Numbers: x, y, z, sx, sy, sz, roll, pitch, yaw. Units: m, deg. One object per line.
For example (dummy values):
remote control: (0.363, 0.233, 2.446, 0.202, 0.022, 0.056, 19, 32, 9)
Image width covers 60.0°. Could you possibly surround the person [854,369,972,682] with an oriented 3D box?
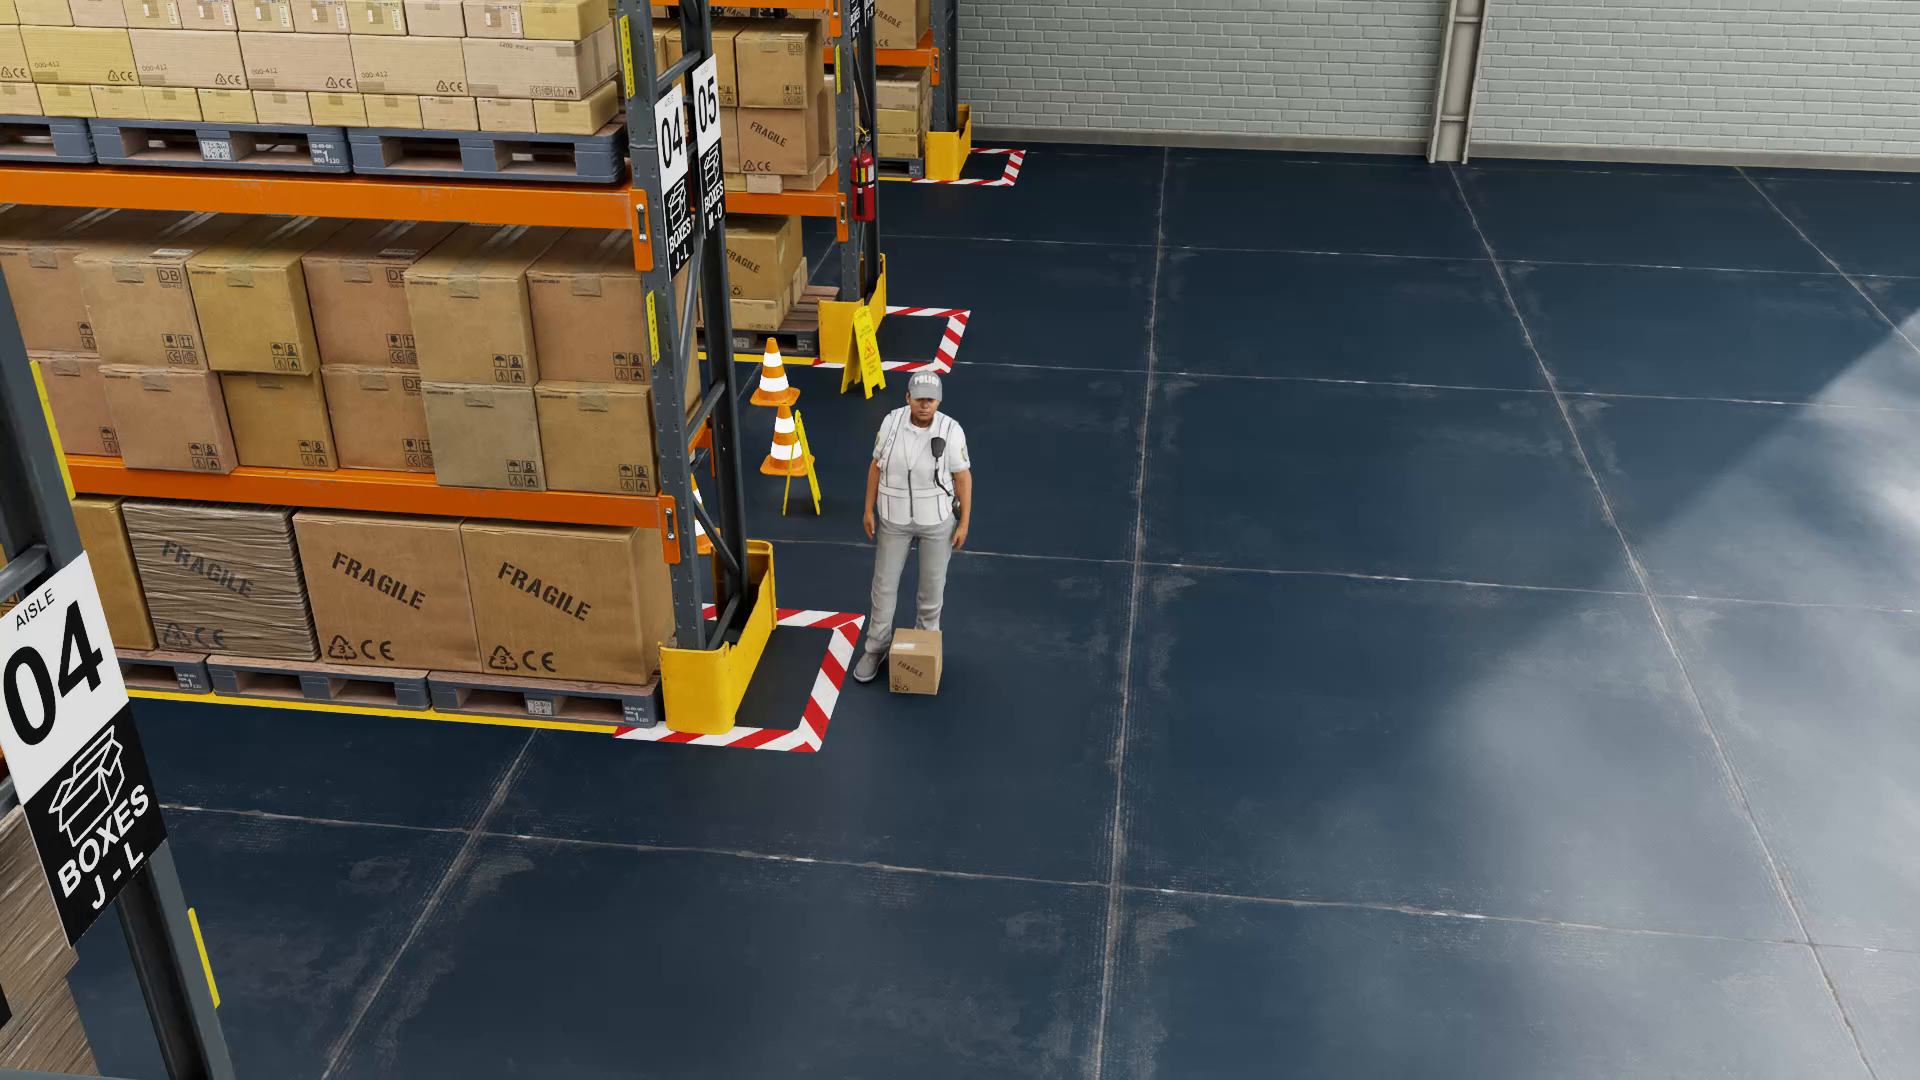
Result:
person: (-0.252, -0.071, 8.729, 0.599, 1.669, 0.529, 4, 29, 7)
